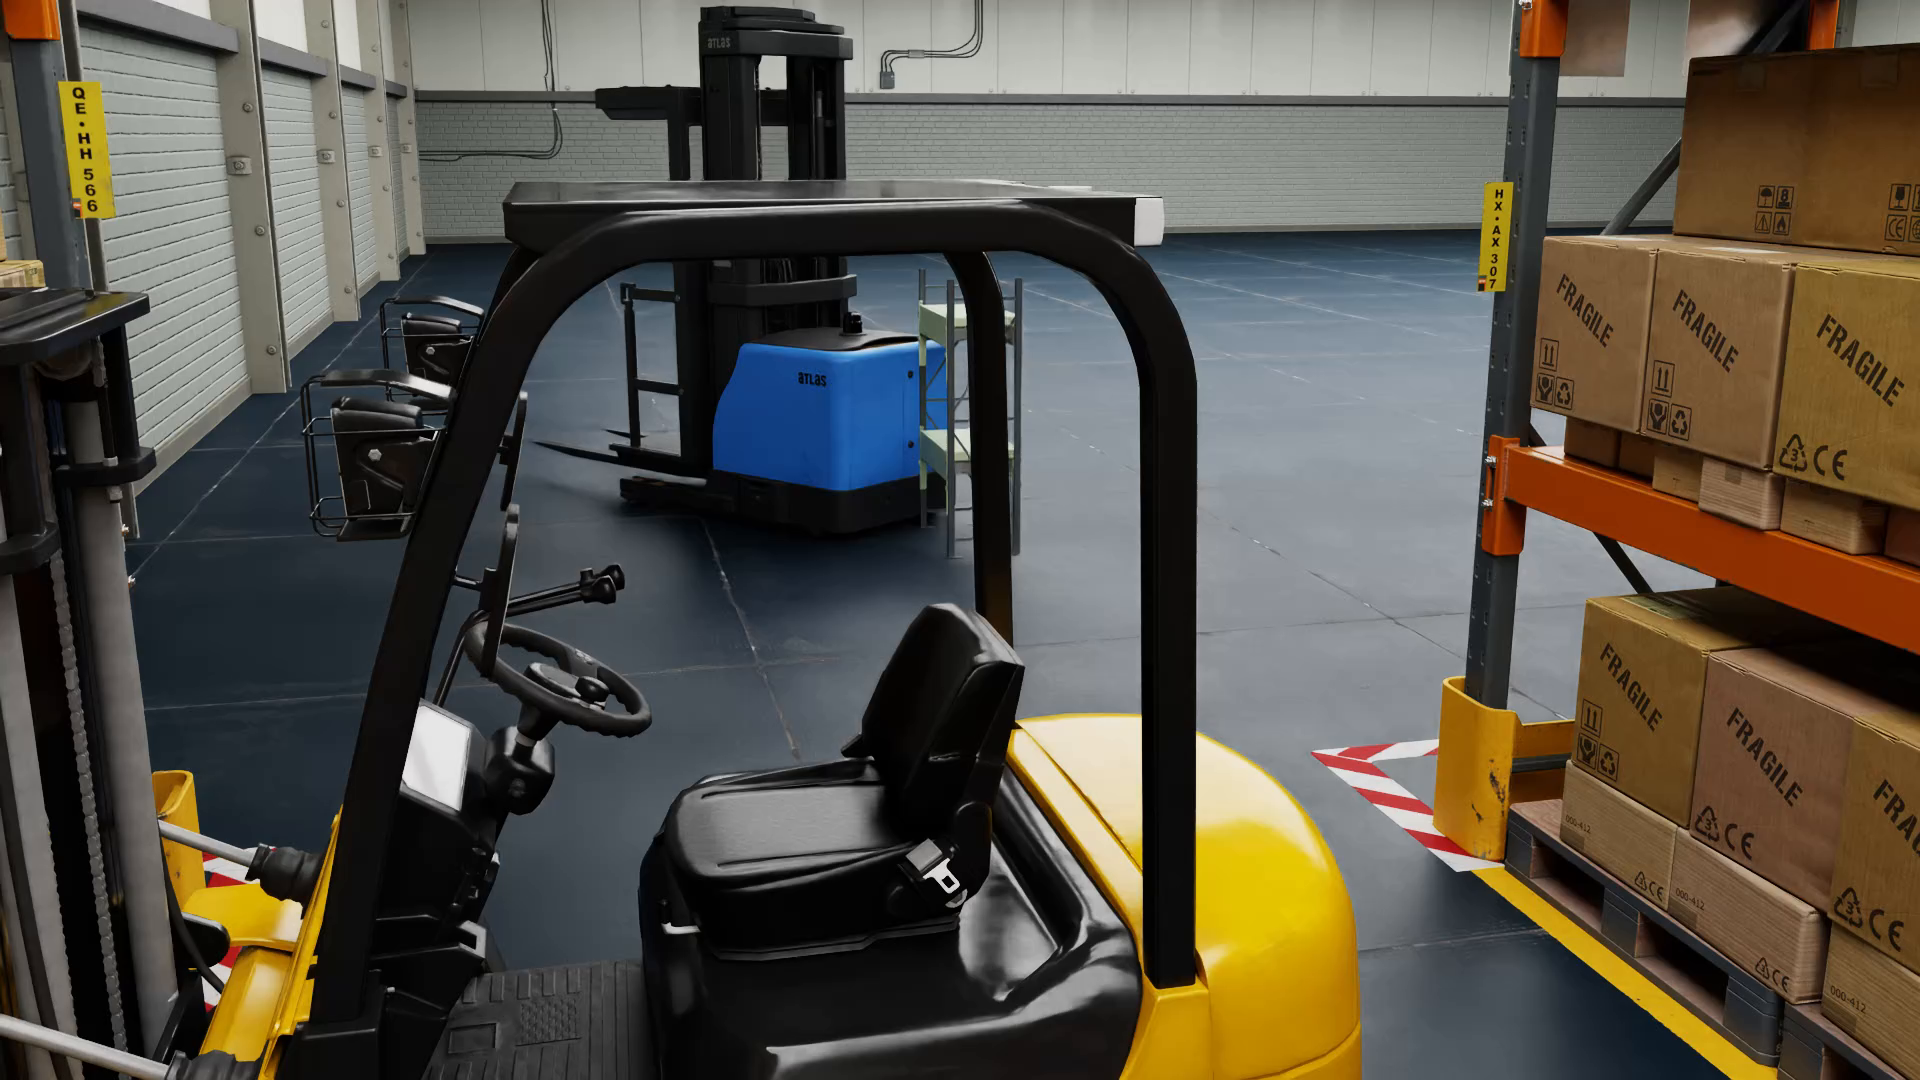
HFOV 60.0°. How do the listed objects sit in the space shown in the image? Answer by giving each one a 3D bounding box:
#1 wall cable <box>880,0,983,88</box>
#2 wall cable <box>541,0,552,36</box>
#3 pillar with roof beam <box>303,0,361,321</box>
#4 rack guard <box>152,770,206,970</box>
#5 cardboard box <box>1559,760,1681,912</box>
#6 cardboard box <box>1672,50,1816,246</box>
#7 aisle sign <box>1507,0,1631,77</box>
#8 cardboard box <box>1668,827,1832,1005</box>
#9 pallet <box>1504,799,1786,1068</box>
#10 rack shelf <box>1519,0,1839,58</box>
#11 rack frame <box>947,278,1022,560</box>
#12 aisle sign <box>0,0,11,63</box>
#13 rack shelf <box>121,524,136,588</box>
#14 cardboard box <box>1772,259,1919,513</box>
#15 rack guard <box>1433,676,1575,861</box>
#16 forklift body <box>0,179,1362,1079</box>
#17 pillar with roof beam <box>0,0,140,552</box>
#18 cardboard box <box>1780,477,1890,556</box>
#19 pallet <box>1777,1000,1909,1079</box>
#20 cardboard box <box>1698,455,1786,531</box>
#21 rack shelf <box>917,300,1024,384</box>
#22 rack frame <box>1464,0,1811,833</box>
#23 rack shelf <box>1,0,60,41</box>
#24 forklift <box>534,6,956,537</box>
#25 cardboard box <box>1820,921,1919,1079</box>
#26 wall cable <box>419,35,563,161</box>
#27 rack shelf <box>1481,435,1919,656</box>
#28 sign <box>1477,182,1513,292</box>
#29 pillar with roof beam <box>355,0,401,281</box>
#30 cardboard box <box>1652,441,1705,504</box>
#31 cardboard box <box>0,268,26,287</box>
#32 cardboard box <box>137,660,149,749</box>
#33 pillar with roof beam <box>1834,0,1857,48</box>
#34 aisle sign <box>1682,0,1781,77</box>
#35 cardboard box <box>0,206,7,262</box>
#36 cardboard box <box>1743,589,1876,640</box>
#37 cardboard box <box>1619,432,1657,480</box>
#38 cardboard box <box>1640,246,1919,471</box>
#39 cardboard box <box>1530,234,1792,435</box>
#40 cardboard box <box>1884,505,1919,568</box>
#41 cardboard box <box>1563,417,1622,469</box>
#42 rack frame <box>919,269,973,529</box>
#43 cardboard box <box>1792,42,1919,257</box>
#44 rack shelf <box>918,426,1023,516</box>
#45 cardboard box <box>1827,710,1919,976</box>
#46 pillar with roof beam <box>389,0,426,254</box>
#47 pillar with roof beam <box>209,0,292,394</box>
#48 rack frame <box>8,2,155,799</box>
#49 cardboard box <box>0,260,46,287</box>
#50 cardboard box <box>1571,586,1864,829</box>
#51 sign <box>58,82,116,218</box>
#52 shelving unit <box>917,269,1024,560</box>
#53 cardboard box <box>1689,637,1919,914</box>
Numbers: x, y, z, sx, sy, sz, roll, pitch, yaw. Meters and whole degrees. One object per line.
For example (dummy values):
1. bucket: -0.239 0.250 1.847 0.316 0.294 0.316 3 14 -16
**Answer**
1. wall cable: -0.605 -12.805 35.712 2.305 6.003 0.169 -3 14 -13
2. wall cable: -7.207 -11.723 34.351 3.097 2.526 0.112 -3 14 -13
3. pillar with roof beam: -3.427 -7.346 20.532 9.100 9.000 0.400 -3 14 -13
4. rack guard: -2.678 0.959 4.448 1.175 0.500 0.348 -3 14 -13
5. cardboard box: 2.073 0.806 4.716 0.500 0.250 0.500 -3 14 -14
6. cardboard box: 2.484 -1.100 4.666 0.700 0.500 0.500 -4 14 -15
7. aisle sign: 1.836 -1.787 4.944 0.394 0.787 0.004 -3 14 -13
8. cardboard box: 2.185 0.924 4.233 0.500 0.250 0.500 -3 14 -11
9. pallet: 2.326 1.034 4.749 1.003 0.211 1.213 -3 14 -13
10. rack shelf: 2.622 -1.174 3.106 1.077 0.370 4.000 -3 14 -13
11. rack frame: 0.130 -0.635 8.865 0.400 1.500 0.023 -3 14 -13
12. aisle sign: -2.402 -1.544 3.949 0.394 0.787 0.004 -3 14 -13
13. rack shelf: -2.202 0.561 2.326 1.077 0.370 4.000 -3 14 -13
14. cardboard box: 2.239 -0.359 3.738 0.500 0.500 0.500 -4 14 -14
15. rack guard: 2.170 0.705 5.490 1.175 0.500 0.348 -3 14 -13
16. forklift body: -0.453 0.498 2.855 2.313 2.155 1.214 -3 14 -13
17. pillar with roof beam: -0.609 -4.577 9.201 9.100 9.000 0.400 -3 14 -13
18. cardboard box: 2.196 -0.073 3.936 0.380 0.149 0.250 -3 14 -12
19. pallet: 2.609 1.315 3.599 1.003 0.211 1.213 -3 14 -13
20. cardboard box: 2.102 -0.131 4.172 0.380 0.149 0.250 -3 14 -12
21. rack shelf: 0.048 -1.098 9.118 0.431 0.370 0.720 -3 14 -13
22. rack frame: 2.152 -0.527 5.265 1.000 3.000 0.127 -3 14 -13
23. rack shelf: -2.202 -0.896 1.970 1.077 0.370 4.000 -3 14 -13
24. forklift: -1.487 -1.703 10.224 3.031 2.935 1.130 11 17 38
25. cardboard box: 2.326 1.049 3.720 0.500 0.250 0.500 -2 14 -9
26. wall cable: -9.837 -9.119 34.333 3.097 2.526 0.112 -3 14 -13
27. rack shelf: 2.622 0.284 3.462 1.077 0.370 4.000 -3 14 -13
28. sign: 1.625 -0.917 5.038 0.100 0.325 0.005 -3 14 -13
29. pillar with roof beam: -4.836 -8.730 26.198 9.100 9.000 0.400 -3 14 -13
30. cardboard box: 2.087 -0.192 4.422 0.380 0.149 0.250 -4 14 -15
31. cardboard box: -2.229 -0.492 3.542 0.380 0.149 0.250 -3 14 -12
32. cardboard box: -2.261 0.485 3.923 0.500 0.250 0.500 -3 14 -11
33. pillar with roof beam: 16.004 -11.390 37.086 9.100 9.000 0.400 -3 14 -13
34. aisle sign: 2.419 -1.821 5.081 0.394 0.787 0.004 -3 14 -13
35. cardboard box: -2.383 -0.687 3.714 0.380 0.149 0.250 -3 14 -13
36. cardboard box: 2.594 0.411 4.755 0.500 0.500 0.500 -3 14 -13
37. cardboard box: 2.104 -0.258 4.691 0.380 0.149 0.250 -3 14 -12
38. cardboard box: 2.118 -0.476 4.219 0.500 0.500 0.500 -3 14 -11
39. cardboard box: 1.994 -0.596 4.707 0.500 0.500 0.500 -4 14 -14
40. cardboard box: 2.316 -0.016 3.700 0.380 0.149 0.250 -3 14 -11
41. cardboard box: 2.031 -0.315 4.927 0.380 0.149 0.250 -3 14 -13
42. rack frame: -0.034 -0.804 9.557 0.400 1.500 0.023 -3 14 -13
43. cardboard box: 2.596 -0.983 4.187 0.700 0.500 0.500 -3 14 -13
44. rack shelf: 0.048 -0.403 9.288 0.431 0.370 0.720 -3 14 -13
45. cardboard box: 2.316 0.684 3.637 0.500 0.500 0.500 -3 14 -12
46. pillar with roof beam: -6.246 -10.114 31.864 9.100 9.000 0.400 -3 14 -13
47. pillar with roof beam: -2.018 -5.961 14.867 9.100 9.000 0.400 -3 14 -13
48. rack frame: -2.672 -0.250 4.129 1.000 3.000 0.127 -3 14 -13
49. cardboard box: -2.318 -0.549 3.776 0.380 0.149 0.250 -3 14 -12
50. cardboard box: 2.079 0.447 4.605 0.500 0.500 0.500 -4 14 -15
51. sign: -2.141 -0.954 4.074 0.100 0.325 0.005 -3 14 -13
52. shelving unit: 0.048 -0.719 9.211 0.431 1.500 0.755 -3 14 -13
53. cardboard box: 2.206 0.568 4.112 0.500 0.500 0.500 -4 14 -15
